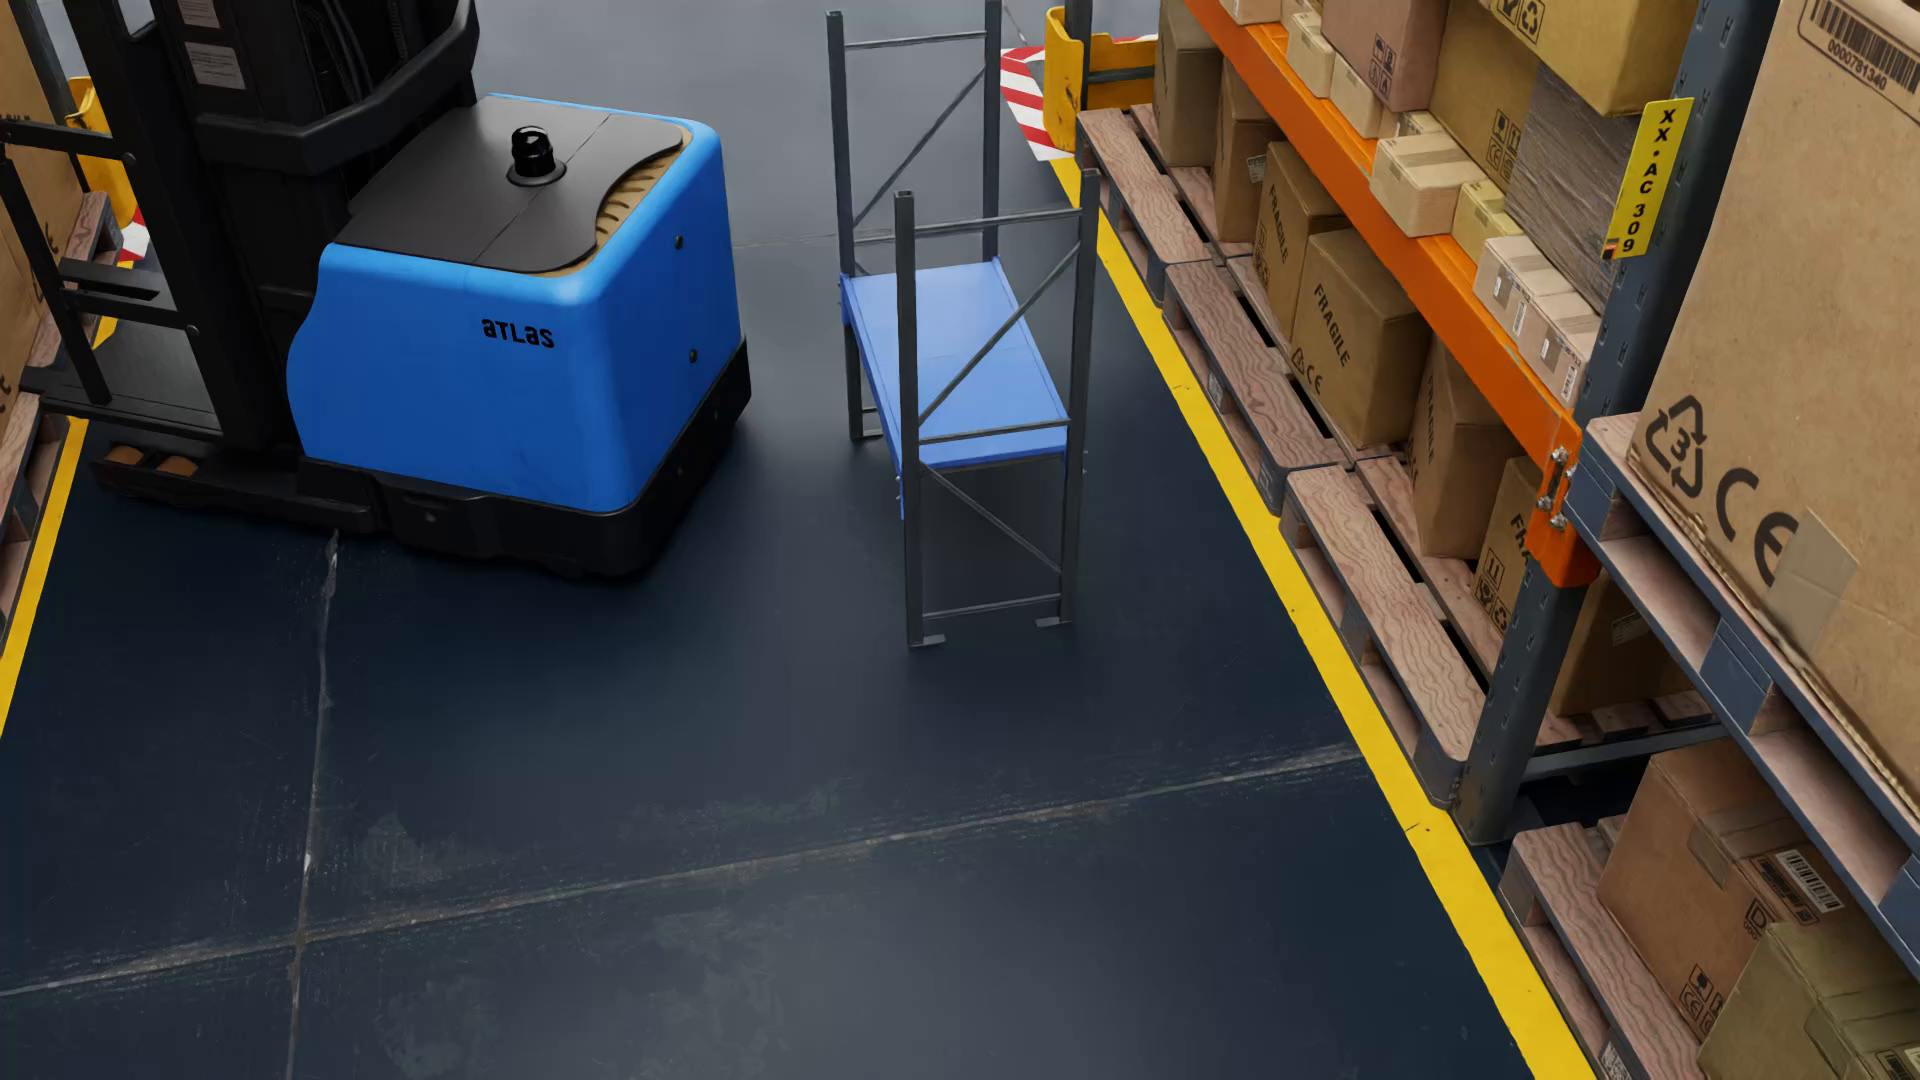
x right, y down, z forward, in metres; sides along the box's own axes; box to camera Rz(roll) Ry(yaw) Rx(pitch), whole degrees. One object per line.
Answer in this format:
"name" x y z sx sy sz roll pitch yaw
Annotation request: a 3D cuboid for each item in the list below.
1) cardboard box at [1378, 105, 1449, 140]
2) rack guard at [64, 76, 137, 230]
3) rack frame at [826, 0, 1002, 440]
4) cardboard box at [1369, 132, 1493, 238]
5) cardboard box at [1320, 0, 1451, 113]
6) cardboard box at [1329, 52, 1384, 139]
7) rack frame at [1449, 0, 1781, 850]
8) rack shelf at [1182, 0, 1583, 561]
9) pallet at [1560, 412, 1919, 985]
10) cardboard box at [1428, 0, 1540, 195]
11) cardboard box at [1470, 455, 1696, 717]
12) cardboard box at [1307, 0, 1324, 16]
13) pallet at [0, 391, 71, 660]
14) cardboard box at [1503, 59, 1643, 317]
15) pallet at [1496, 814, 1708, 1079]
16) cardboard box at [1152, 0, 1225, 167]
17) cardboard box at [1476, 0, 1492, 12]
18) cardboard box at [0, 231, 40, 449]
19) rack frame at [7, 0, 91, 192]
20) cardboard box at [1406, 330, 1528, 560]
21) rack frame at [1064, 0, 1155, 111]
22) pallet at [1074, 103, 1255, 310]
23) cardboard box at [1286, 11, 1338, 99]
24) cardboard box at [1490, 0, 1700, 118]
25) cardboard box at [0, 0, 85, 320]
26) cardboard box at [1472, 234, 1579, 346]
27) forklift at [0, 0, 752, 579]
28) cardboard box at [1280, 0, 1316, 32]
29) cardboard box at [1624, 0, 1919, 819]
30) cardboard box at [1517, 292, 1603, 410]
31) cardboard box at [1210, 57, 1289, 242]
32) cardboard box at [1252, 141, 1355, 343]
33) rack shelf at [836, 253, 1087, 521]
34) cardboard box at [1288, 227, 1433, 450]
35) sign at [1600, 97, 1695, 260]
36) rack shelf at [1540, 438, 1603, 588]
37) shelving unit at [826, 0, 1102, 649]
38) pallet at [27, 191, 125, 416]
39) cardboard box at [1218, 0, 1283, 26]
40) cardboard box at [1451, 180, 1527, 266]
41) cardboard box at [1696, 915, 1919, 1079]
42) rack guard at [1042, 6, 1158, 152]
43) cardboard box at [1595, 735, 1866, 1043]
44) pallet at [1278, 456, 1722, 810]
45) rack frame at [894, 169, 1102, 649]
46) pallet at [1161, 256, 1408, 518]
"cardboard box" 1.344 -1.090 4.408 0.380 0.149 0.250 -8 42 -9
"rack guard" -3.928 -1.454 6.512 1.175 0.500 0.348 -8 42 -9
"rack frame" -0.128 -0.946 5.186 0.500 1.500 0.032 -8 42 -9
"cardboard box" 1.269 -0.909 4.204 0.380 0.149 0.250 -8 42 -9
"cardboard box" 1.489 -1.514 4.397 0.875 0.500 0.500 -8 42 -9
"cardboard box" 1.251 -1.247 4.584 0.380 0.149 0.250 -8 42 -9
"rack frame" 1.806 -0.426 3.470 1.000 3.000 0.127 -8 42 -9
"rack shelf" 1.374 -1.453 5.170 1.077 0.370 4.000 -8 42 -9
"pallet" 1.829 0.162 2.952 1.003 0.211 1.213 -8 42 -9
"cardboard box" 1.695 -1.204 4.048 0.875 0.500 0.500 -8 42 -9
"cardboard box" 1.758 0.087 4.459 0.500 0.500 0.500 -10 42 -11
"cardboard box" 1.421 -1.844 4.768 0.875 0.500 0.500 -8 42 -9
"pallet" -3.414 -0.034 5.130 1.003 0.211 1.213 -8 42 -9
"cardboard box" 1.769 -0.875 3.677 0.875 0.500 0.500 -8 42 -9
"pallet" 1.975 1.121 3.828 1.003 0.211 1.213 -8 42 -9
"cardboard box" 1.061 -1.834 6.623 0.500 0.500 0.500 -1 42 -1
"cardboard box" 1.331 -1.525 3.656 0.500 0.500 0.500 -8 42 -9
"cardboard box" -3.520 -0.736 5.104 0.875 0.875 0.875 -9 42 -10
"rack frame" -3.923 -2.374 5.664 1.000 3.000 0.127 -8 42 -9
"cardboard box" 1.627 -0.283 4.876 0.500 0.500 0.500 4 42 4
"rack frame" 0.942 -3.019 6.391 1.000 3.000 0.127 -8 42 -9
"pallet" 1.099 -1.395 6.663 1.003 0.211 1.213 -8 42 -9
"cardboard box" 1.163 -1.404 4.761 0.380 0.149 0.250 -8 42 -9
"cardboard box" 1.440 -1.201 3.291 0.500 0.500 0.500 -8 42 -9
"cardboard box" -3.712 -1.306 5.746 0.875 0.875 0.875 -8 42 -9
"cardboard box" 1.427 -0.593 3.847 0.380 0.149 0.250 -8 42 -9
"forklift" -2.290 -1.526 4.761 3.031 2.935 1.130 11 43 12
"cardboard box" 1.184 -1.577 4.956 0.380 0.149 0.250 -8 42 -9
"cardboard box" 1.840 -0.272 2.529 1.000 1.000 1.000 -8 42 -9
"cardboard box" 1.472 -0.429 3.663 0.380 0.149 0.250 -8 42 -9
"cardboard box" 1.223 -1.451 6.192 0.500 0.500 0.500 2 42 2
"cardboard box" 1.340 -1.043 5.732 0.500 0.500 0.500 -5 42 -5
"rack shelf" -0.018 -0.482 4.934 0.538 0.185 1.000 -8 42 -9
"cardboard box" 1.417 -0.675 5.317 0.500 0.500 0.500 -12 43 -13
"sign" 1.277 -0.667 3.090 0.100 0.325 0.005 -8 42 -9
"rack shelf" 2.237 1.139 2.249 1.077 0.370 4.000 -8 42 -9
"shelving unit" -0.018 -0.616 4.814 0.538 1.500 1.048 -8 42 -9
"pallet" -3.674 -0.824 6.019 1.003 0.211 1.213 -8 42 -9
"cardboard box" 1.000 -1.720 5.117 0.380 0.149 0.250 -8 42 -9
"cardboard box" 1.432 -0.763 4.040 0.380 0.149 0.250 -8 42 -9
"cardboard box" 2.002 1.057 3.351 0.700 0.500 0.500 -9 42 -10
"rack guard" 0.959 -2.035 7.166 1.175 0.500 0.348 -8 42 -9
"cardboard box" 1.917 0.745 3.702 0.700 0.500 0.500 -11 43 -13
"pallet" 1.626 0.187 4.881 1.003 0.211 1.213 -8 42 -9
"rack frame" 0.091 -0.287 4.443 0.500 1.500 0.032 -8 42 -9
"pallet" 1.359 -0.606 5.773 1.003 0.211 1.213 -8 42 -9
